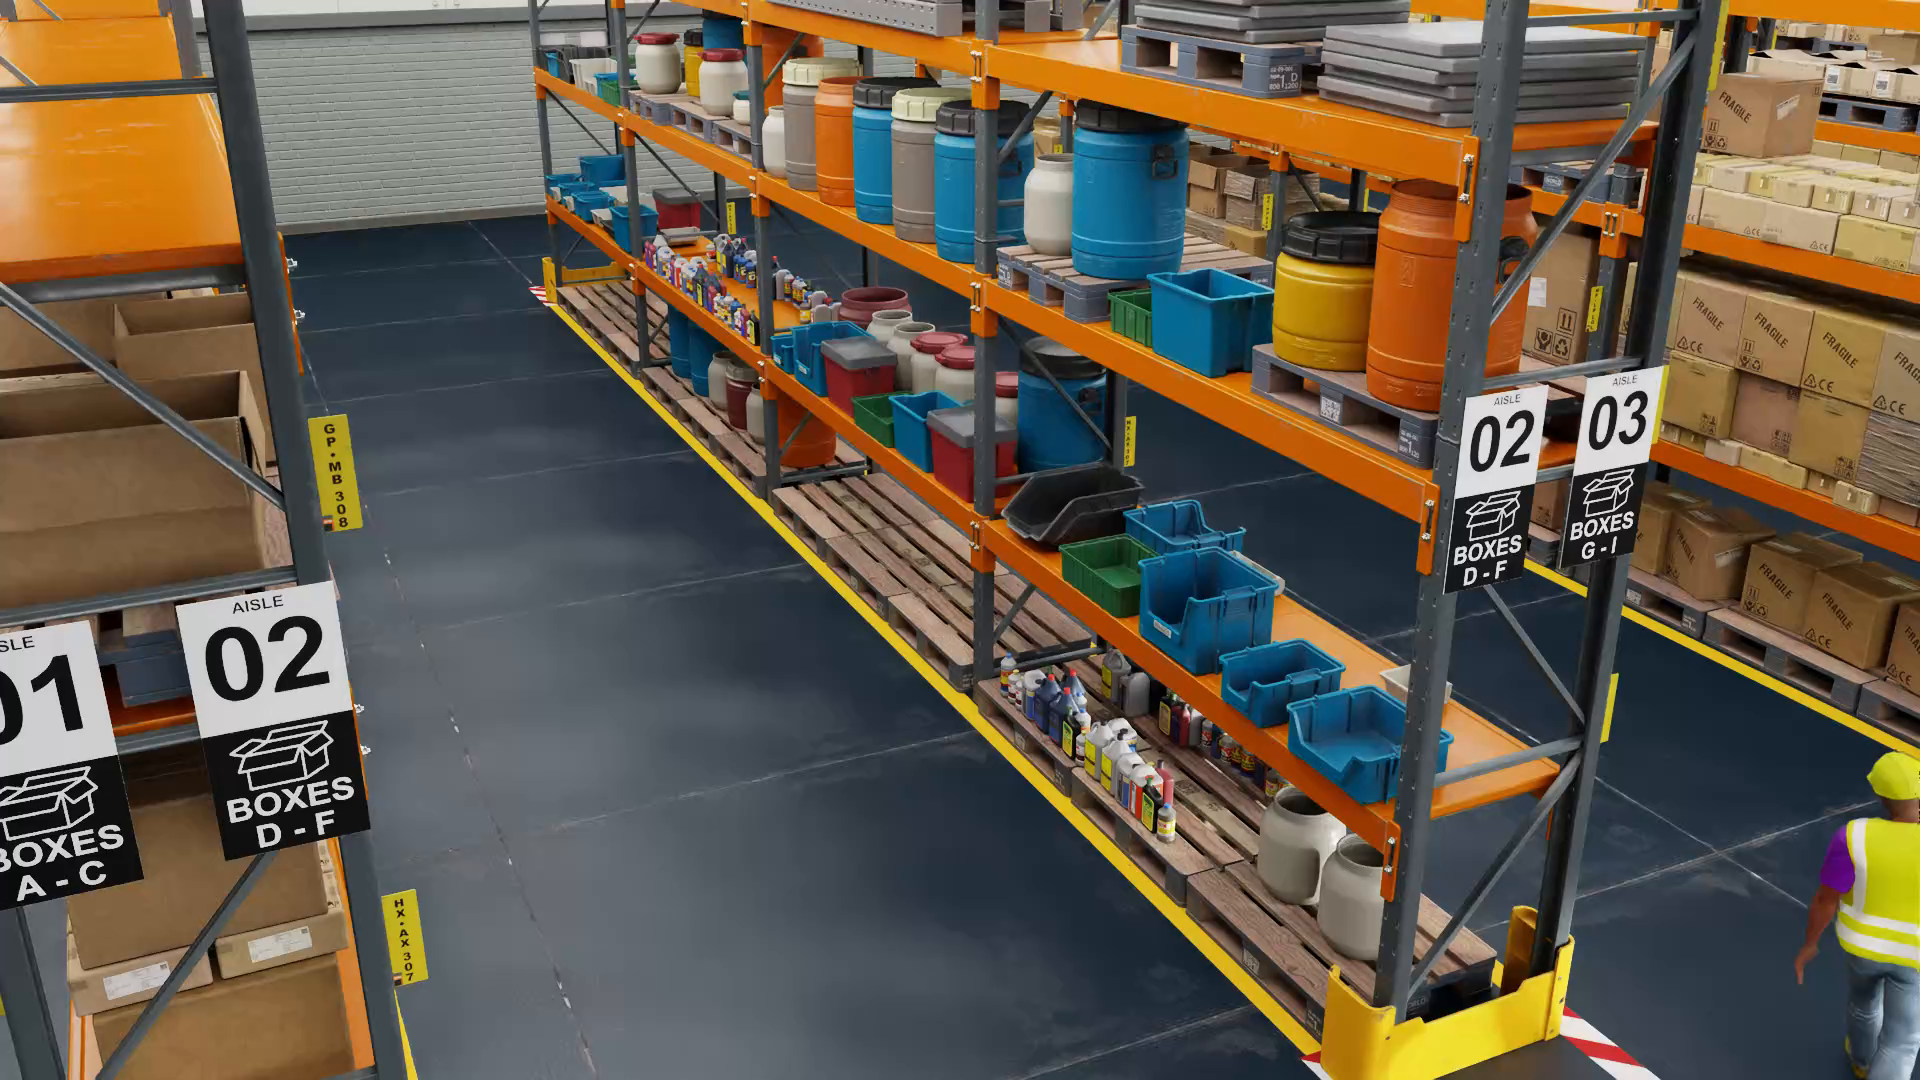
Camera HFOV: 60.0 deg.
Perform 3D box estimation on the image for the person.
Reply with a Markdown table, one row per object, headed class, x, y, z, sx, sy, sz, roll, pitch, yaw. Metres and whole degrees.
| class | x | y | z | sx | sy | sz | roll | pitch | yaw |
| --- | --- | --- | --- | --- | --- | --- | --- | --- | --- |
| person | 3.891 | 1.666 | 6.889 | 0.674 | 1.717 | 1.005 | 16 | 27 | 34 |
